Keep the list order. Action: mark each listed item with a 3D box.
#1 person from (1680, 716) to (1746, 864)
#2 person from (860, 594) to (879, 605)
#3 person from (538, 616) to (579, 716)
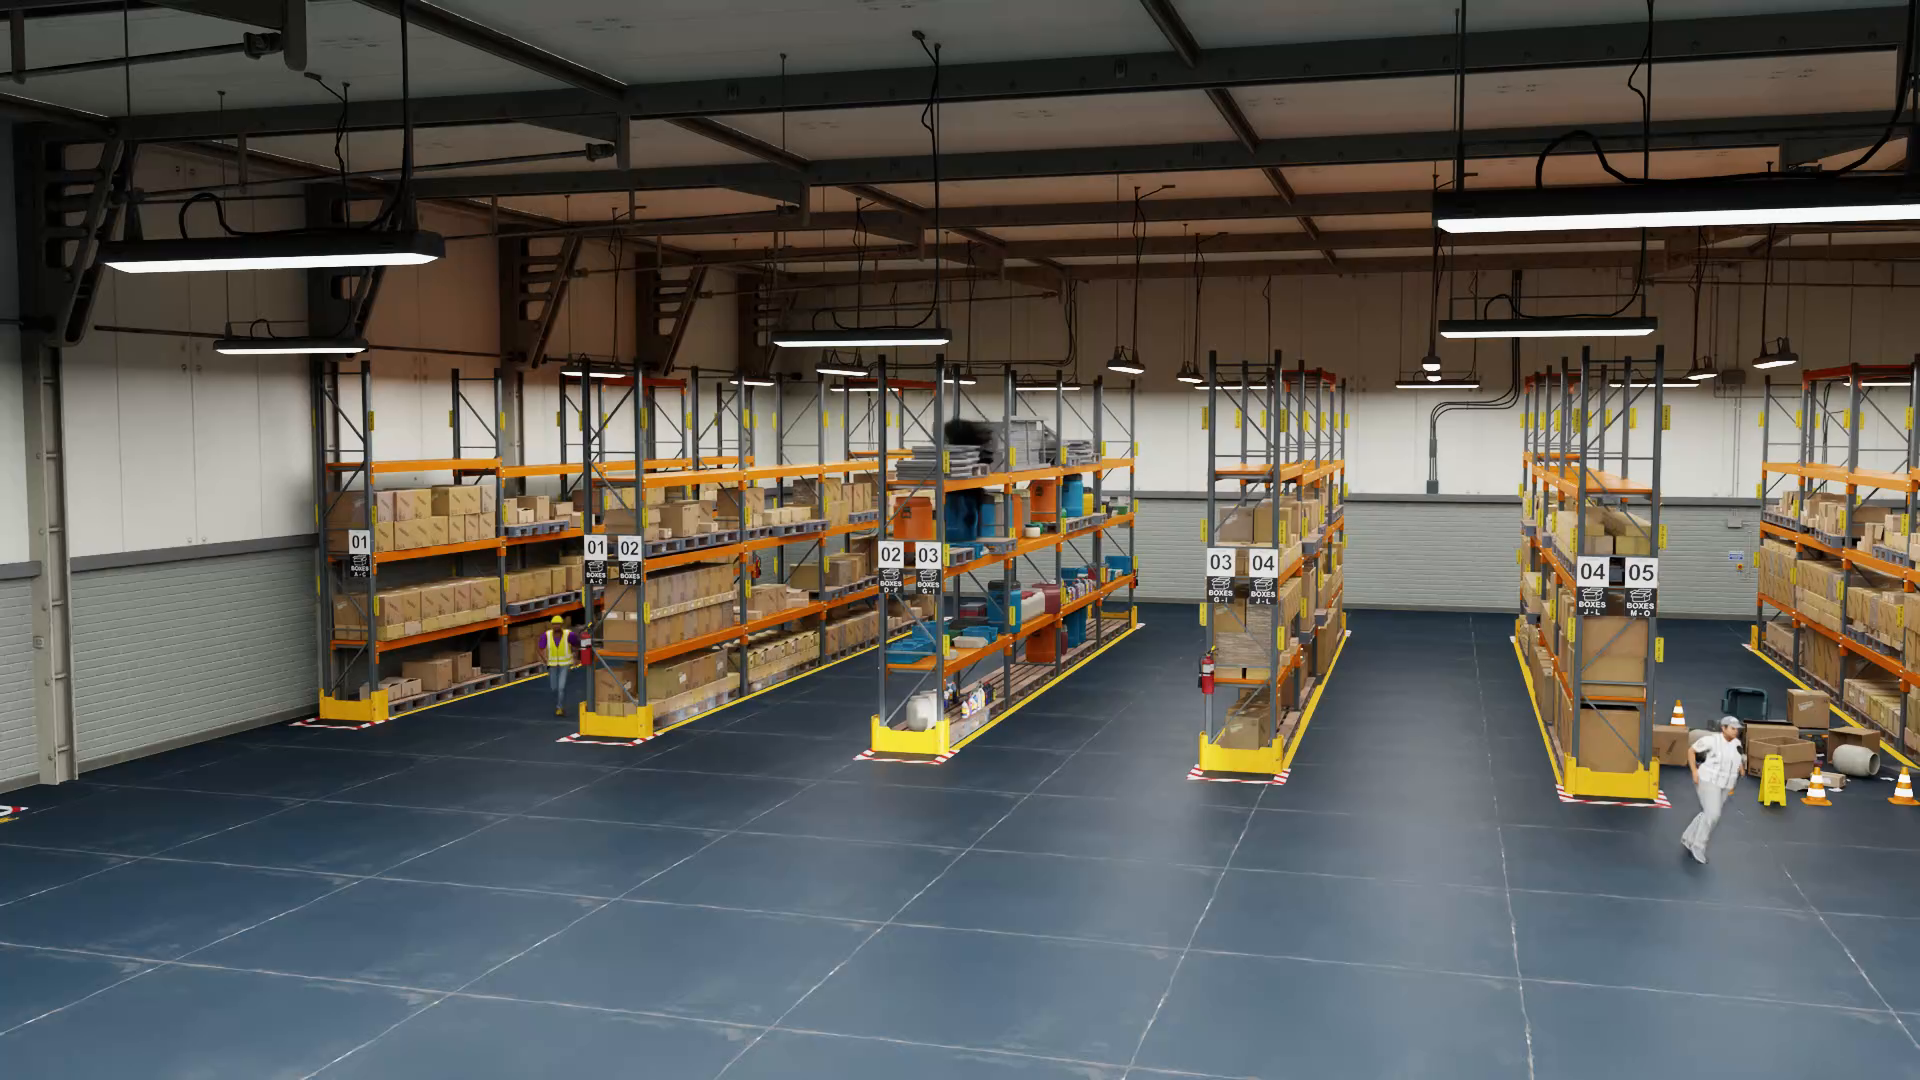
[{"bbox_3d":[8.618,2.822,19.065,0.746,1.630,0.758,-1,4,-17],"label":"person"},{"bbox_3d":[-2.433,0.996,45.165,0.786,1.640,0.630,3,5,36],"label":"person"},{"bbox_3d":[-6.857,2.125,28.459,0.697,1.714,0.767,0,4,-1],"label":"person"}]
